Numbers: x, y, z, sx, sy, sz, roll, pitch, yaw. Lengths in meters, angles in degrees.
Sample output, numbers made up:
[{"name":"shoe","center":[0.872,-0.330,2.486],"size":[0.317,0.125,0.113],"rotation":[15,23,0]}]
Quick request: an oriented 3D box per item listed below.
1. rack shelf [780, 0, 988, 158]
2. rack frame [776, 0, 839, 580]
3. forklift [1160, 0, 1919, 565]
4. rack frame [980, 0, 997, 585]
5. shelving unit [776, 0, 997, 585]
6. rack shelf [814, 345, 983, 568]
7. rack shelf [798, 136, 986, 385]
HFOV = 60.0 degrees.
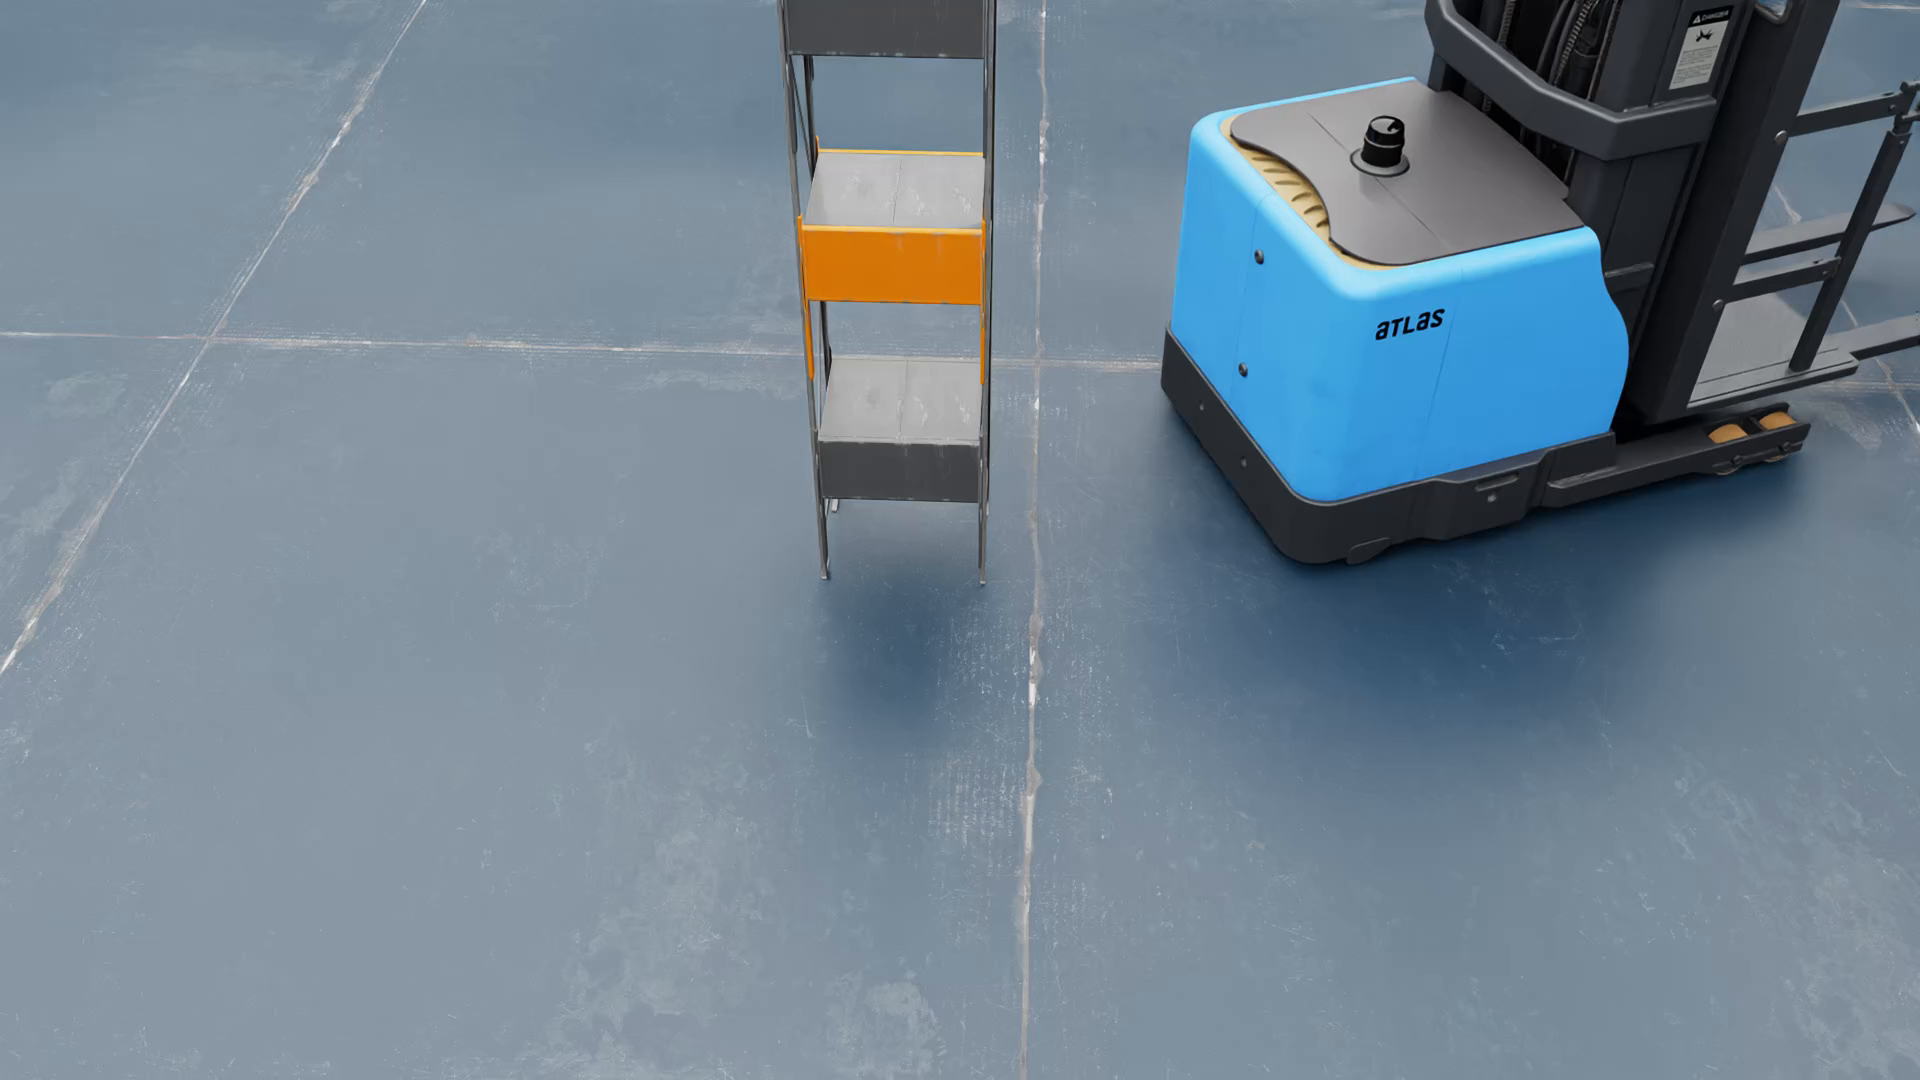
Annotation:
[{"name":"rack shelf","center":[-0.165,-1.276,4.072],"size":[0.480,0.518,0.431],"rotation":[2,43,2]},{"name":"rack frame","center":[-0.409,-0.781,4.548],"size":[0.015,2.100,0.400],"rotation":[2,43,2]},{"name":"forklift","center":[2.262,-1.613,4.831],"size":[3.031,2.935,1.130],"rotation":[-14,45,-14]},{"name":"rack frame","center":[0.078,-0.766,4.532],"size":[0.015,2.100,0.400],"rotation":[2,43,2]},{"name":"shelving unit","center":[-0.165,-0.773,4.540],"size":[0.503,2.100,0.431],"rotation":[2,43,2]},{"name":"rack shelf","center":[-0.165,-0.251,5.026],"size":[0.480,0.518,0.431],"rotation":[2,43,2]},{"name":"rack shelf","center":[-0.165,-0.763,4.549],"size":[0.480,0.518,0.431],"rotation":[2,43,2]}]
